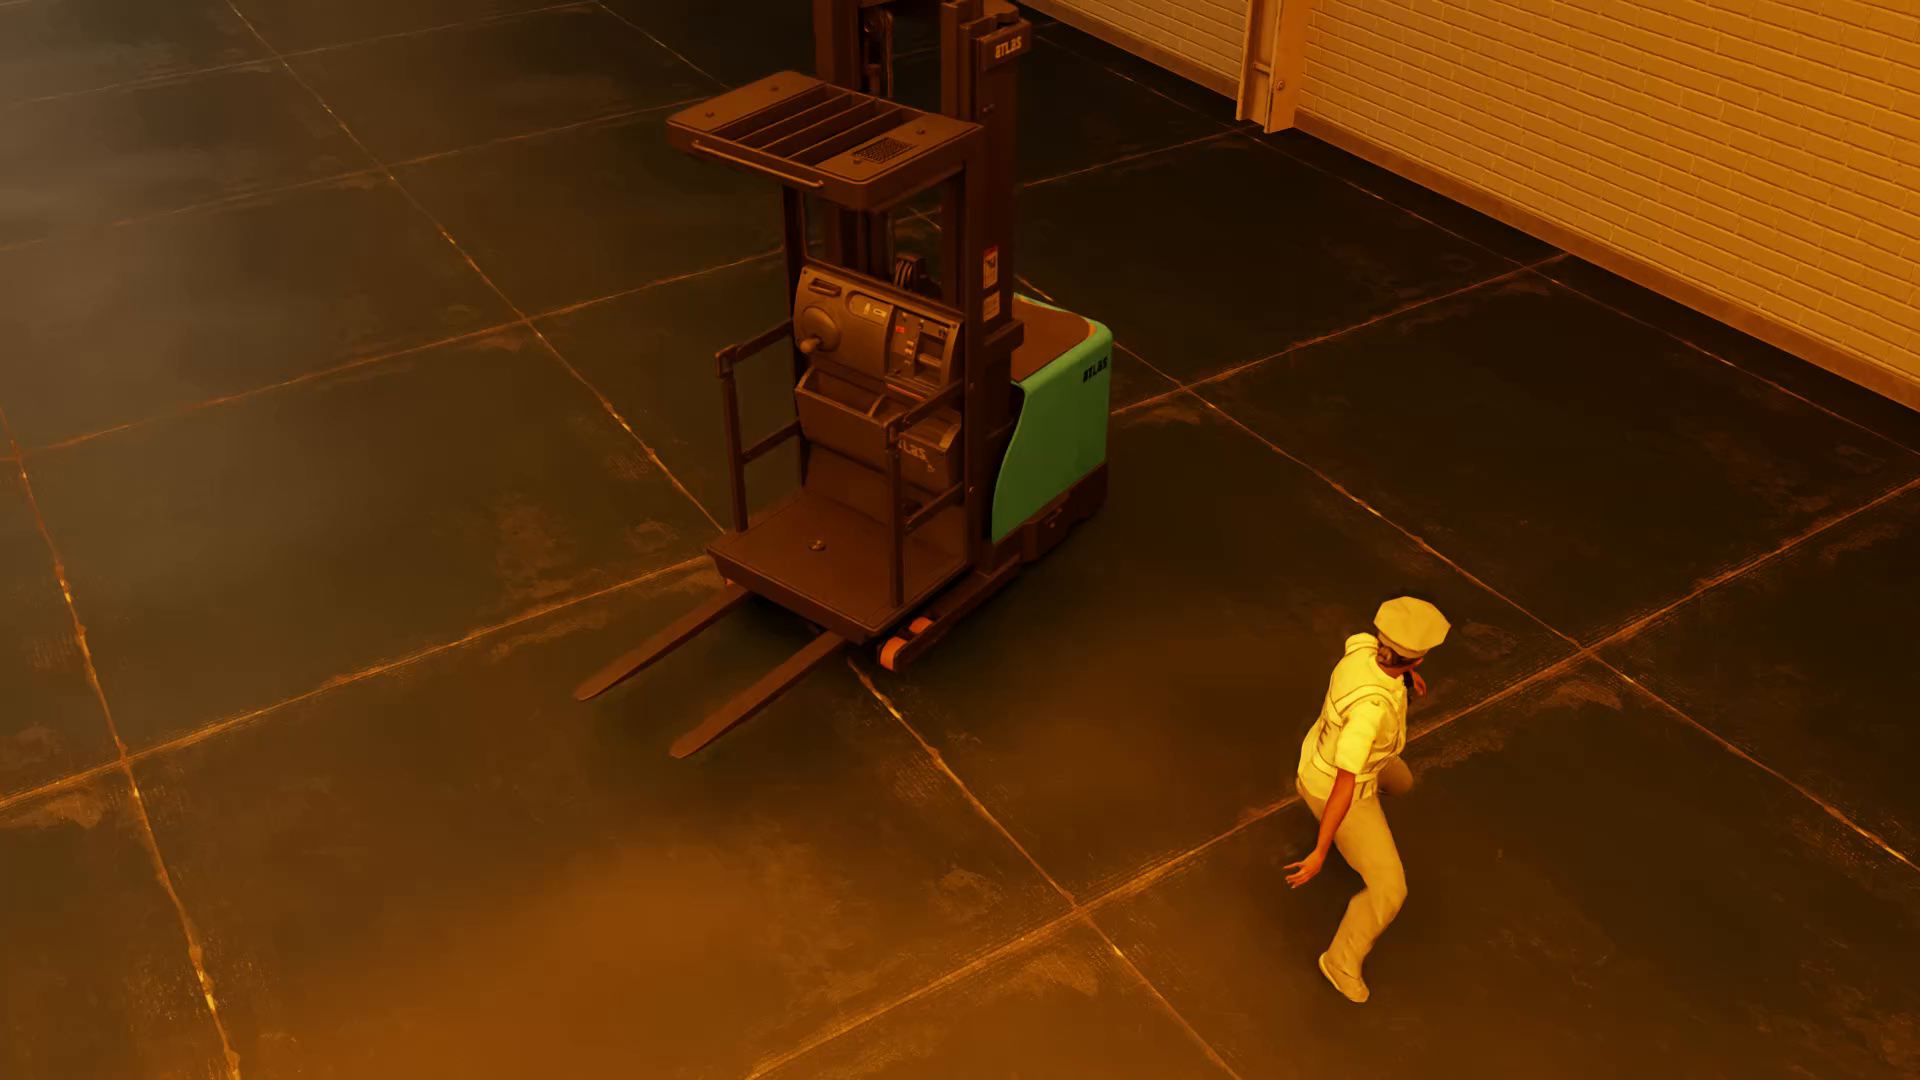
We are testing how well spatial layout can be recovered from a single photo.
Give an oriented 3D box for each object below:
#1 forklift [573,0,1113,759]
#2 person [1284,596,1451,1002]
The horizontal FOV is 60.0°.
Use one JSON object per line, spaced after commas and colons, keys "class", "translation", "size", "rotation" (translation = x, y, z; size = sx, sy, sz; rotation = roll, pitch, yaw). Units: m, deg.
{"class": "forklift", "translation": [-0.515, -0.899, 7.428], "size": [1.130, 2.935, 3.031], "rotation": [24, 42, 30]}
{"class": "person", "translation": [1.479, 0.910, 6.162], "size": [0.479, 1.570, 1.103], "rotation": [11, 37, 15]}
